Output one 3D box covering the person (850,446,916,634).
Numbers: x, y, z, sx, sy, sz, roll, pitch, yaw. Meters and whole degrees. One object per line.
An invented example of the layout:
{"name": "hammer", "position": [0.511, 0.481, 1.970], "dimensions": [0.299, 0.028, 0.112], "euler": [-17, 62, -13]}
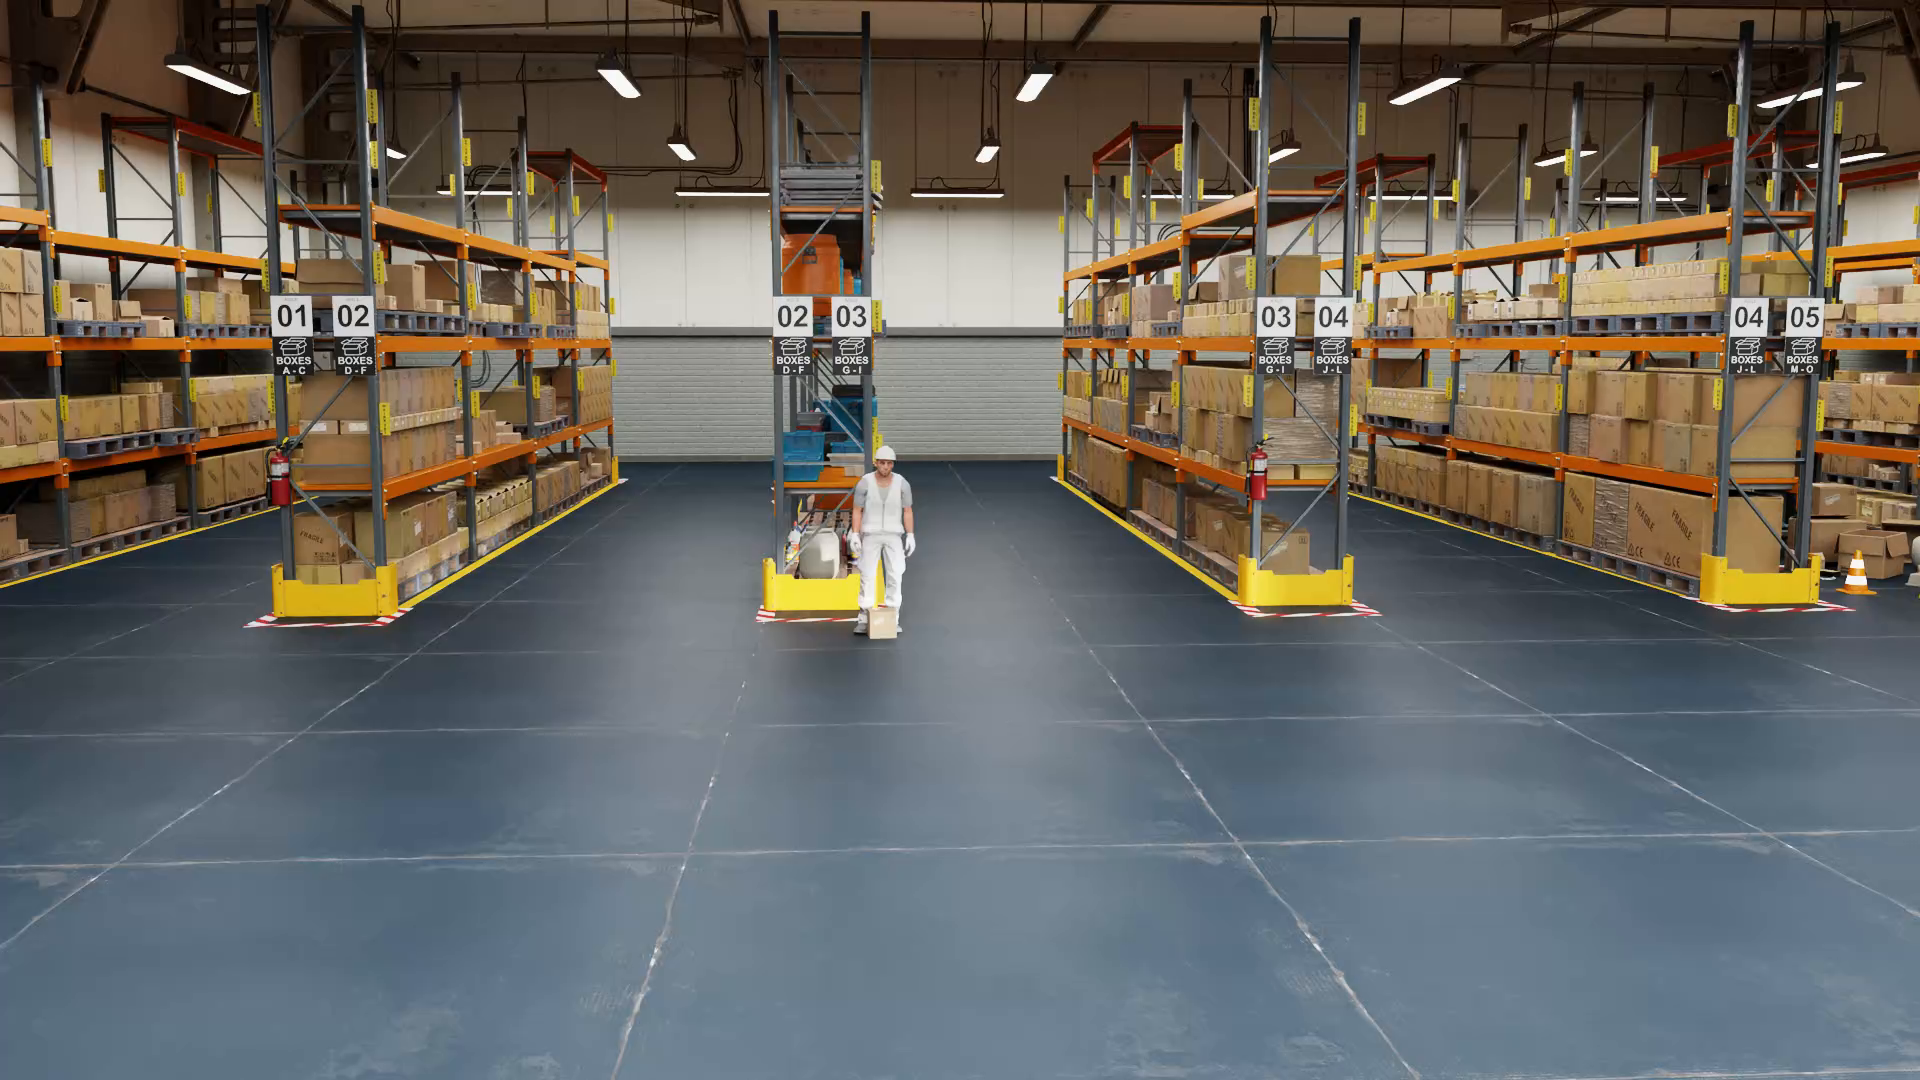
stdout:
{"name": "person", "position": [-0.729, -0.007, 15.727], "dimensions": [0.622, 1.781, 0.445], "euler": [-1, 7, -6]}
